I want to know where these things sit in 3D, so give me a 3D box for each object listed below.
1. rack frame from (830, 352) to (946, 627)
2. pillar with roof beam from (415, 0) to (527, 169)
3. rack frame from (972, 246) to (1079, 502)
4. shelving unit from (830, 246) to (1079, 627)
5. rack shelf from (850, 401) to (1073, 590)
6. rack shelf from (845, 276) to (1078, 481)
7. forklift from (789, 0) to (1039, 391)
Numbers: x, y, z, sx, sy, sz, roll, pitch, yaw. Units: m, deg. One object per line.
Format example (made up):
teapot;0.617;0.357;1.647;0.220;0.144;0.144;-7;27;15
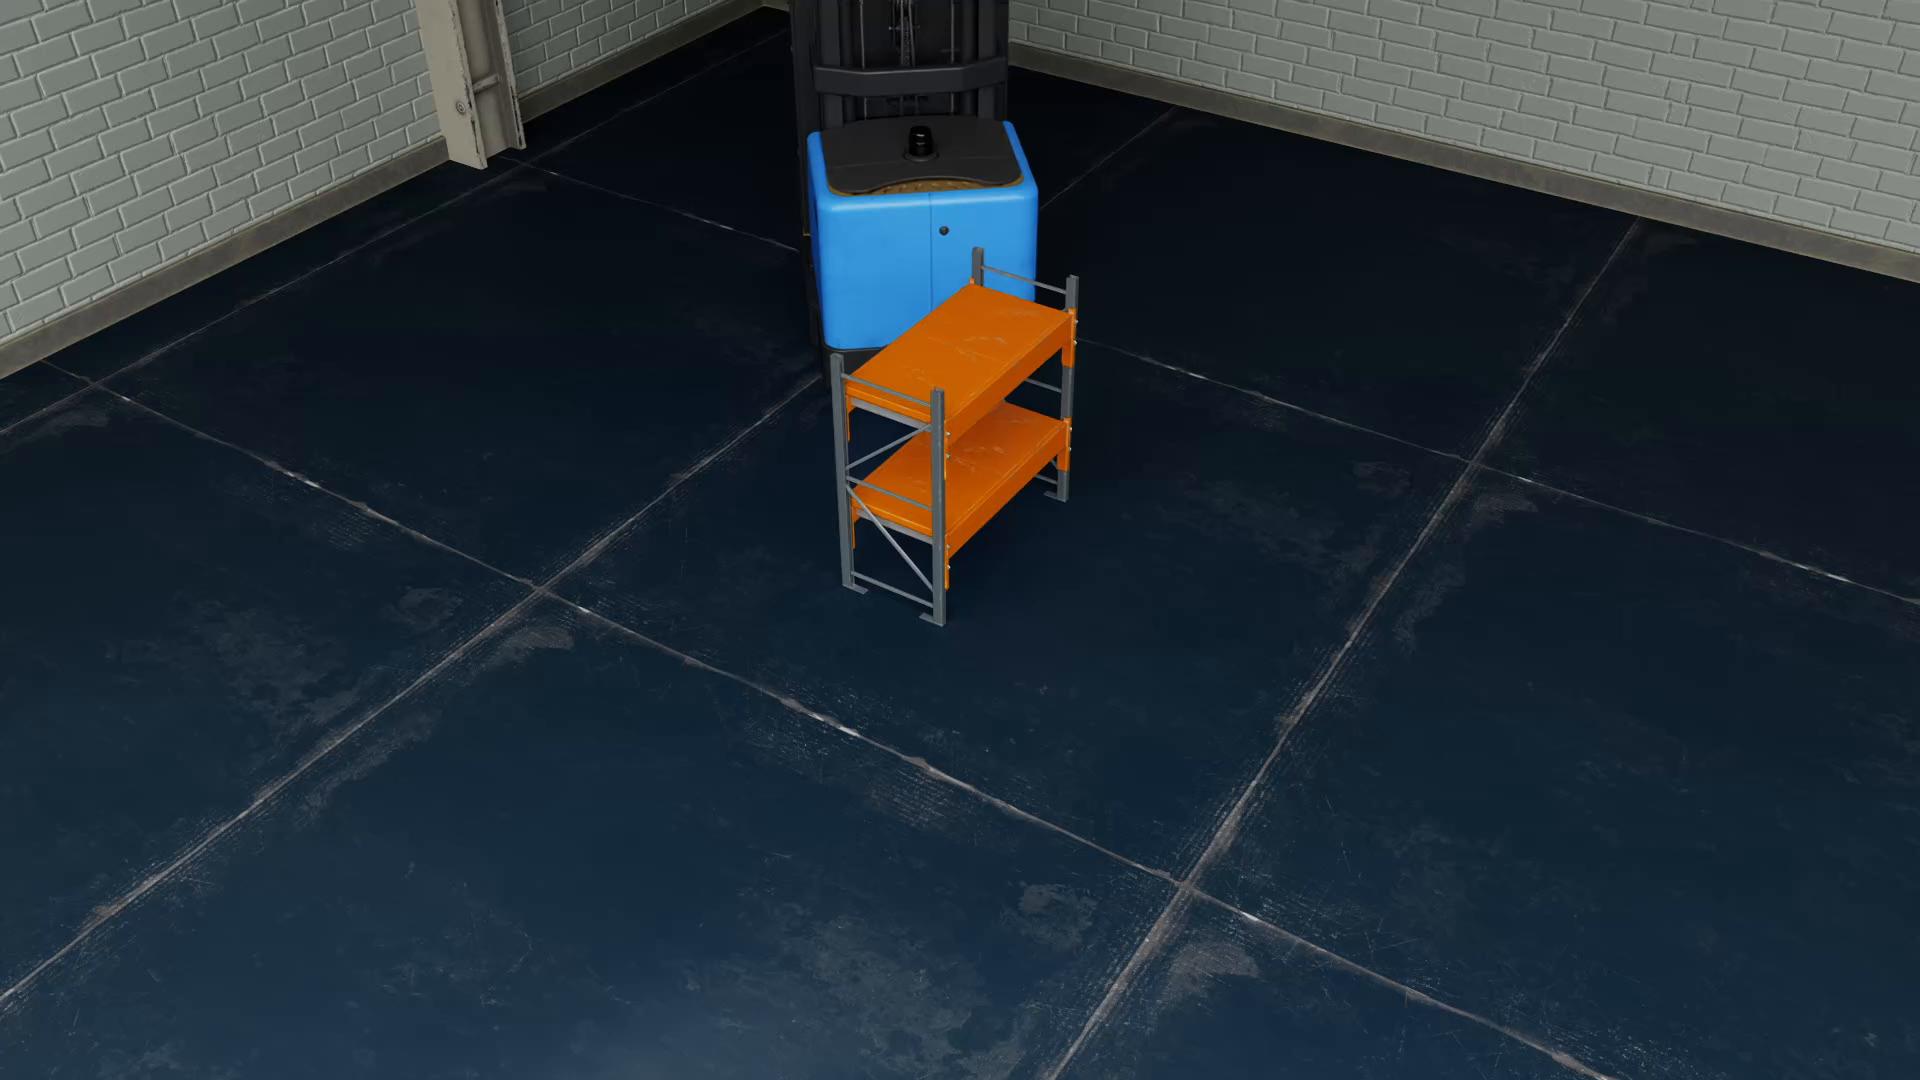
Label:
rack frame;-0.276;-0.180;6.562;0.500;1.125;0.032;21;42;25
pillar with roof beam;0.677;-4.579;5.820;9.100;9.000;0.400;21;42;25
rack frame;0.269;-0.704;7.242;0.500;1.125;0.032;21;42;25
shelving unit;-0.004;-0.442;6.902;0.538;1.125;1.048;21;42;25
rack shelf;-0.004;-0.248;7.051;0.538;0.278;1.000;21;42;25
rack shelf;-0.004;-0.674;6.723;0.538;0.278;1.000;21;42;25
forklift;-0.335;-2.764;8.435;1.130;2.935;3.031;-5;38;-6
